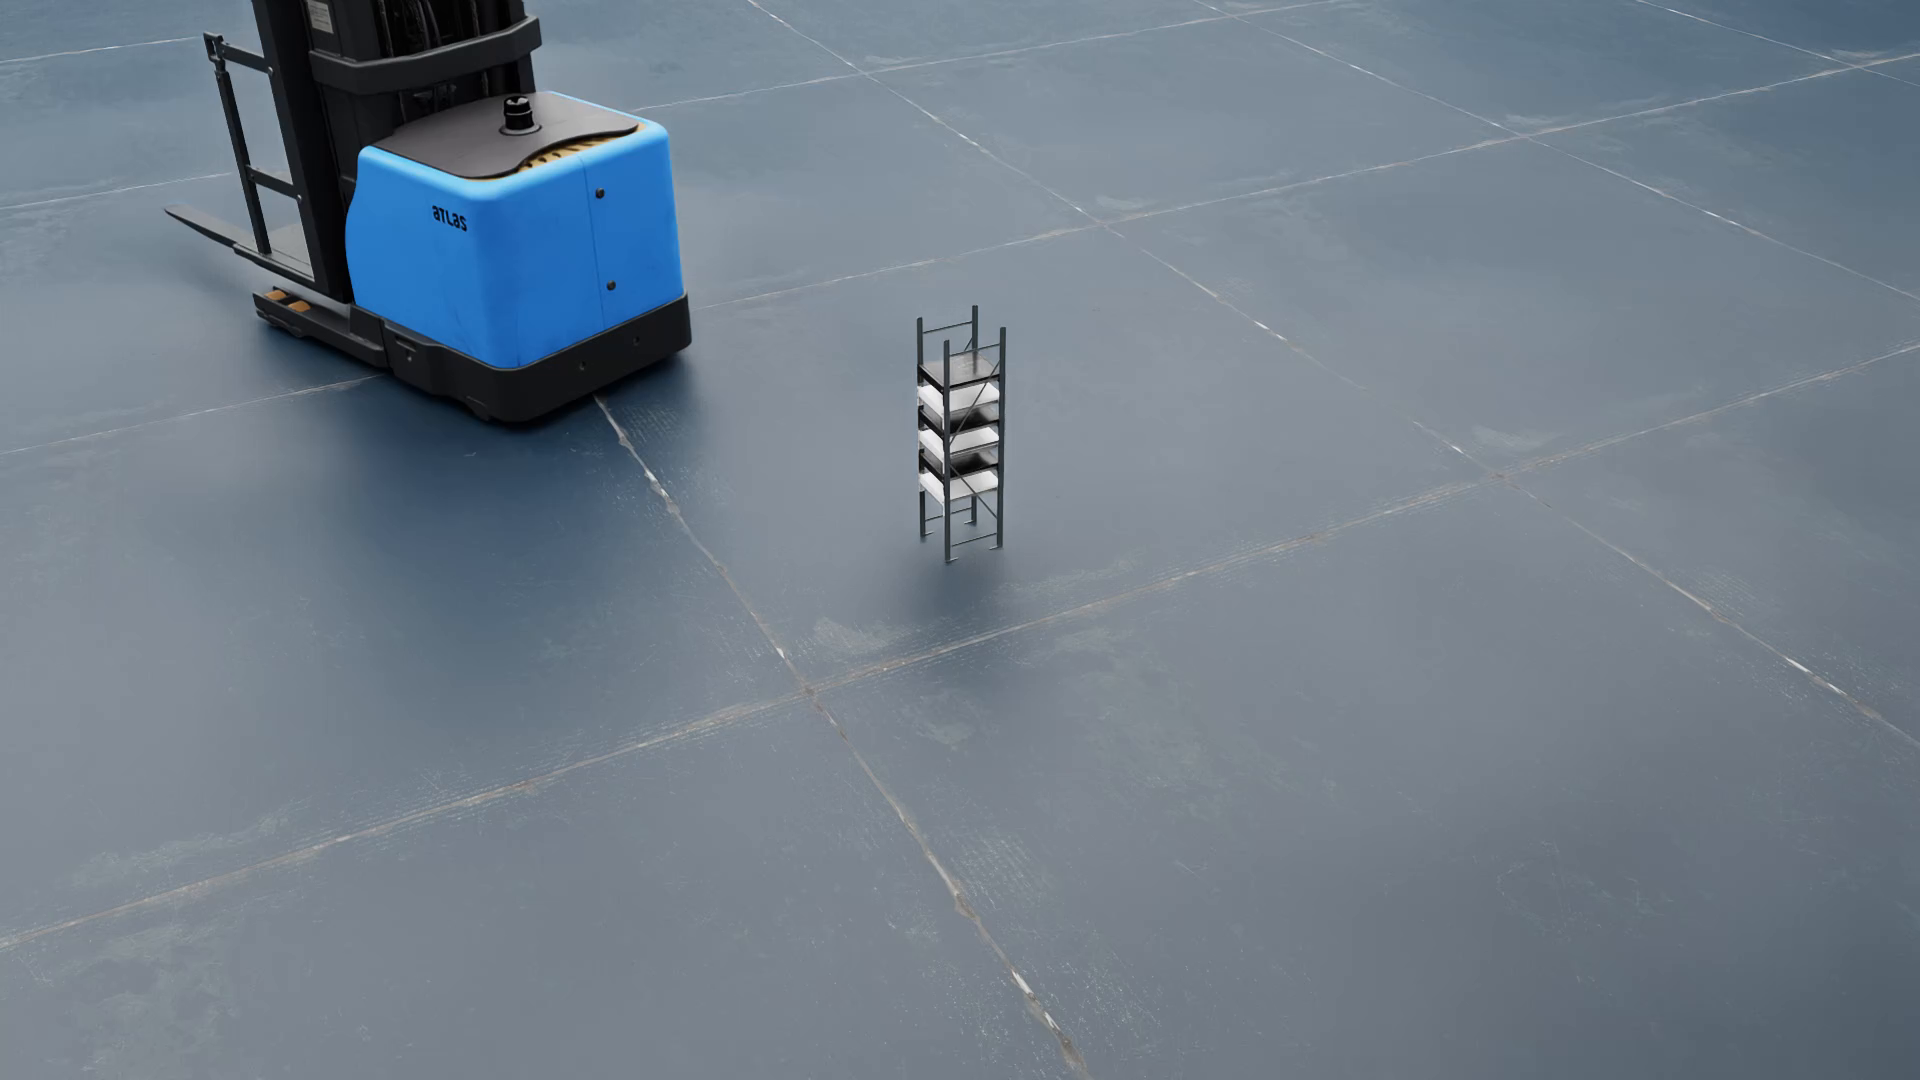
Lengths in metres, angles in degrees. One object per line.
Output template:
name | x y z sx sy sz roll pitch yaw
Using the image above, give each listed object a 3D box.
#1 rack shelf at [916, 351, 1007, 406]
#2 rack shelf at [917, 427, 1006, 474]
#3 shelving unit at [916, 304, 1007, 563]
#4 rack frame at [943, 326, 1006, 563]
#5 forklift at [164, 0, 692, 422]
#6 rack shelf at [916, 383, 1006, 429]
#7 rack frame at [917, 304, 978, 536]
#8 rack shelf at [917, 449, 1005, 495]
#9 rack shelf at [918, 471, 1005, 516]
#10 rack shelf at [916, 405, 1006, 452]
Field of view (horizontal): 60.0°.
rack shelf | 0.004 -0.574 5.874 0.258 0.077 0.200 -16 36 -23
rack shelf | 0.004 -0.347 6.019 0.258 0.077 0.200 -16 36 -23
shelving unit | 0.004 -0.375 6.001 0.258 0.900 0.210 -16 36 -23
rack frame | 0.051 -0.327 5.925 0.240 0.900 0.006 -16 36 -23
forklift | -2.677 -2.370 7.232 3.031 2.935 1.130 23 39 32
rack shelf | 0.004 -0.499 5.922 0.258 0.077 0.200 -16 36 -23
rack frame | -0.044 -0.424 6.077 0.240 0.900 0.006 -16 36 -23
rack shelf | 0.004 -0.271 6.068 0.258 0.077 0.200 -16 36 -23
rack shelf | 0.004 -0.195 6.116 0.258 0.077 0.200 -16 36 -23
rack shelf | 0.004 -0.423 5.971 0.258 0.077 0.200 -16 36 -23
